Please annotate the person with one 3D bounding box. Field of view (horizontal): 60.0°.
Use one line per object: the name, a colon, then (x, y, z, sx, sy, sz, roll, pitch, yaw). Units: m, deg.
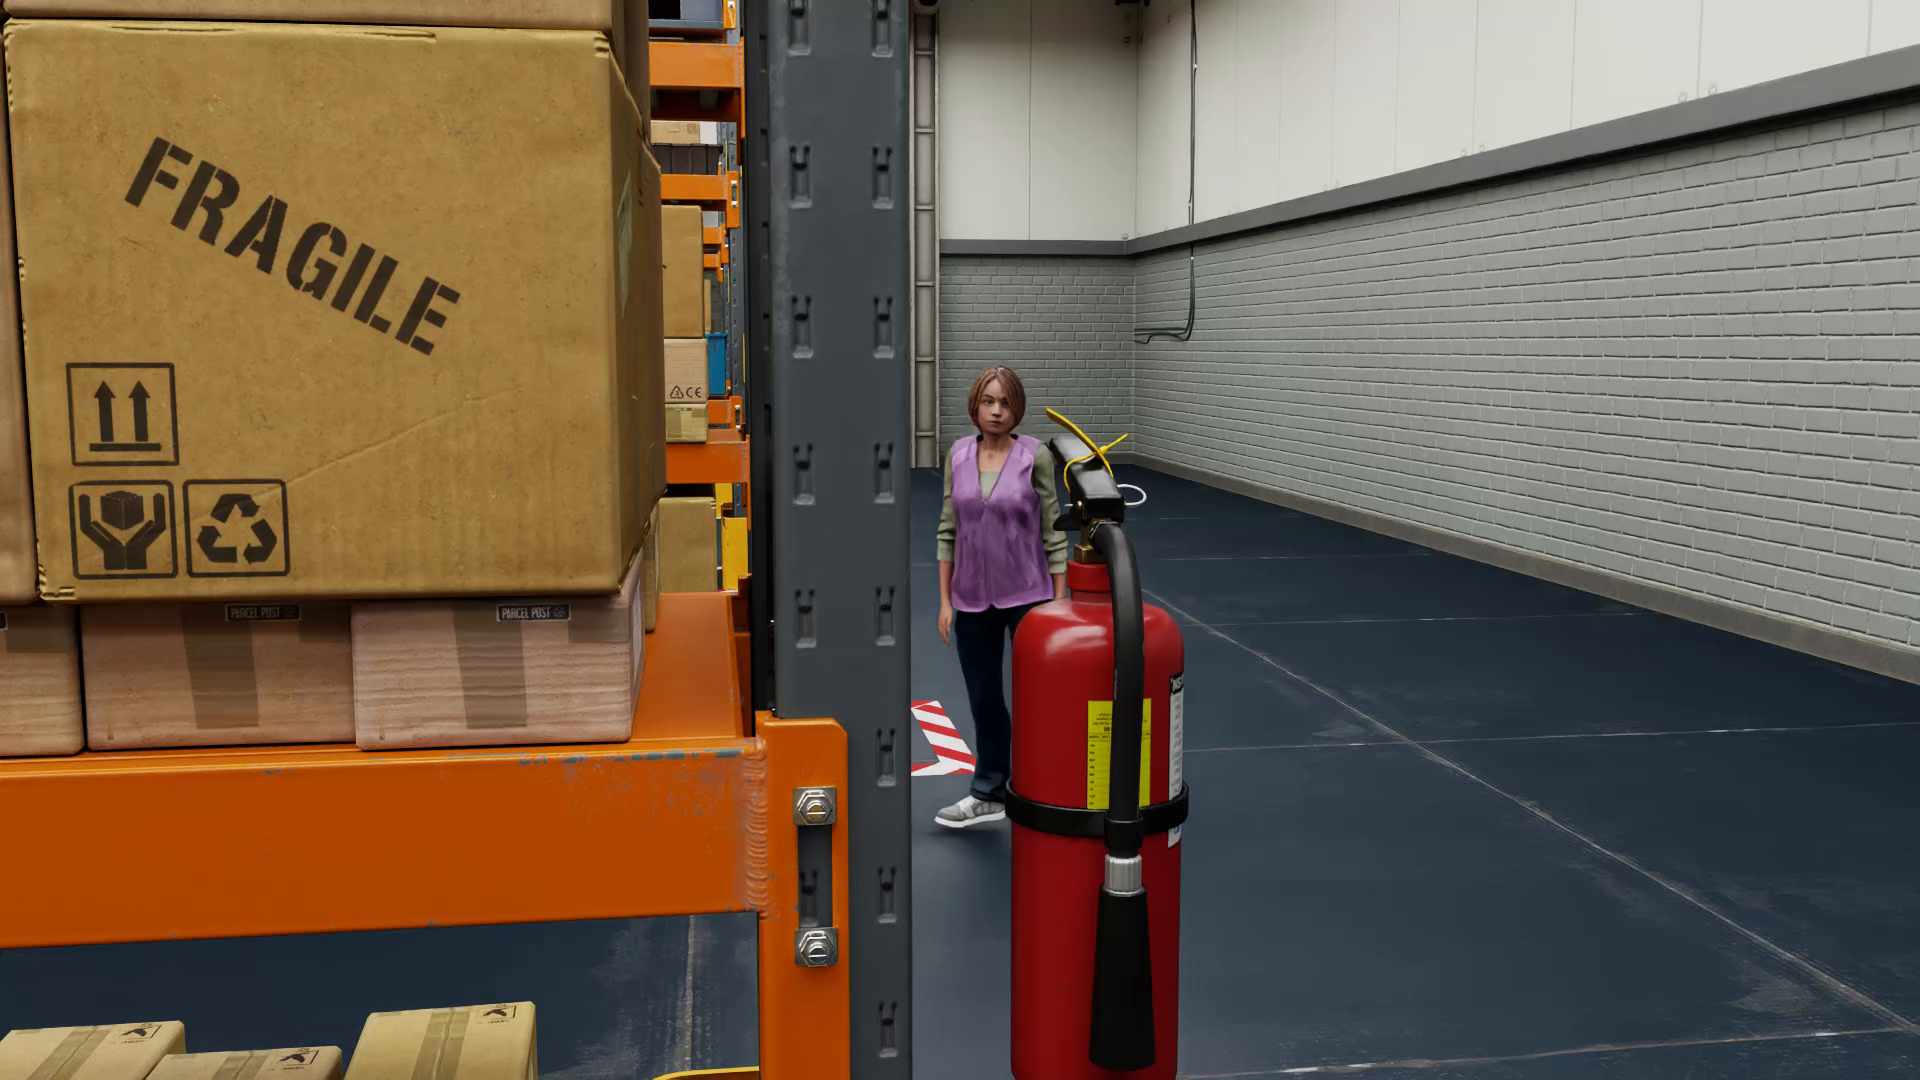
person: (0.170, 0.223, 5.470, 0.613, 1.588, 0.538, 2, 7, 20)
